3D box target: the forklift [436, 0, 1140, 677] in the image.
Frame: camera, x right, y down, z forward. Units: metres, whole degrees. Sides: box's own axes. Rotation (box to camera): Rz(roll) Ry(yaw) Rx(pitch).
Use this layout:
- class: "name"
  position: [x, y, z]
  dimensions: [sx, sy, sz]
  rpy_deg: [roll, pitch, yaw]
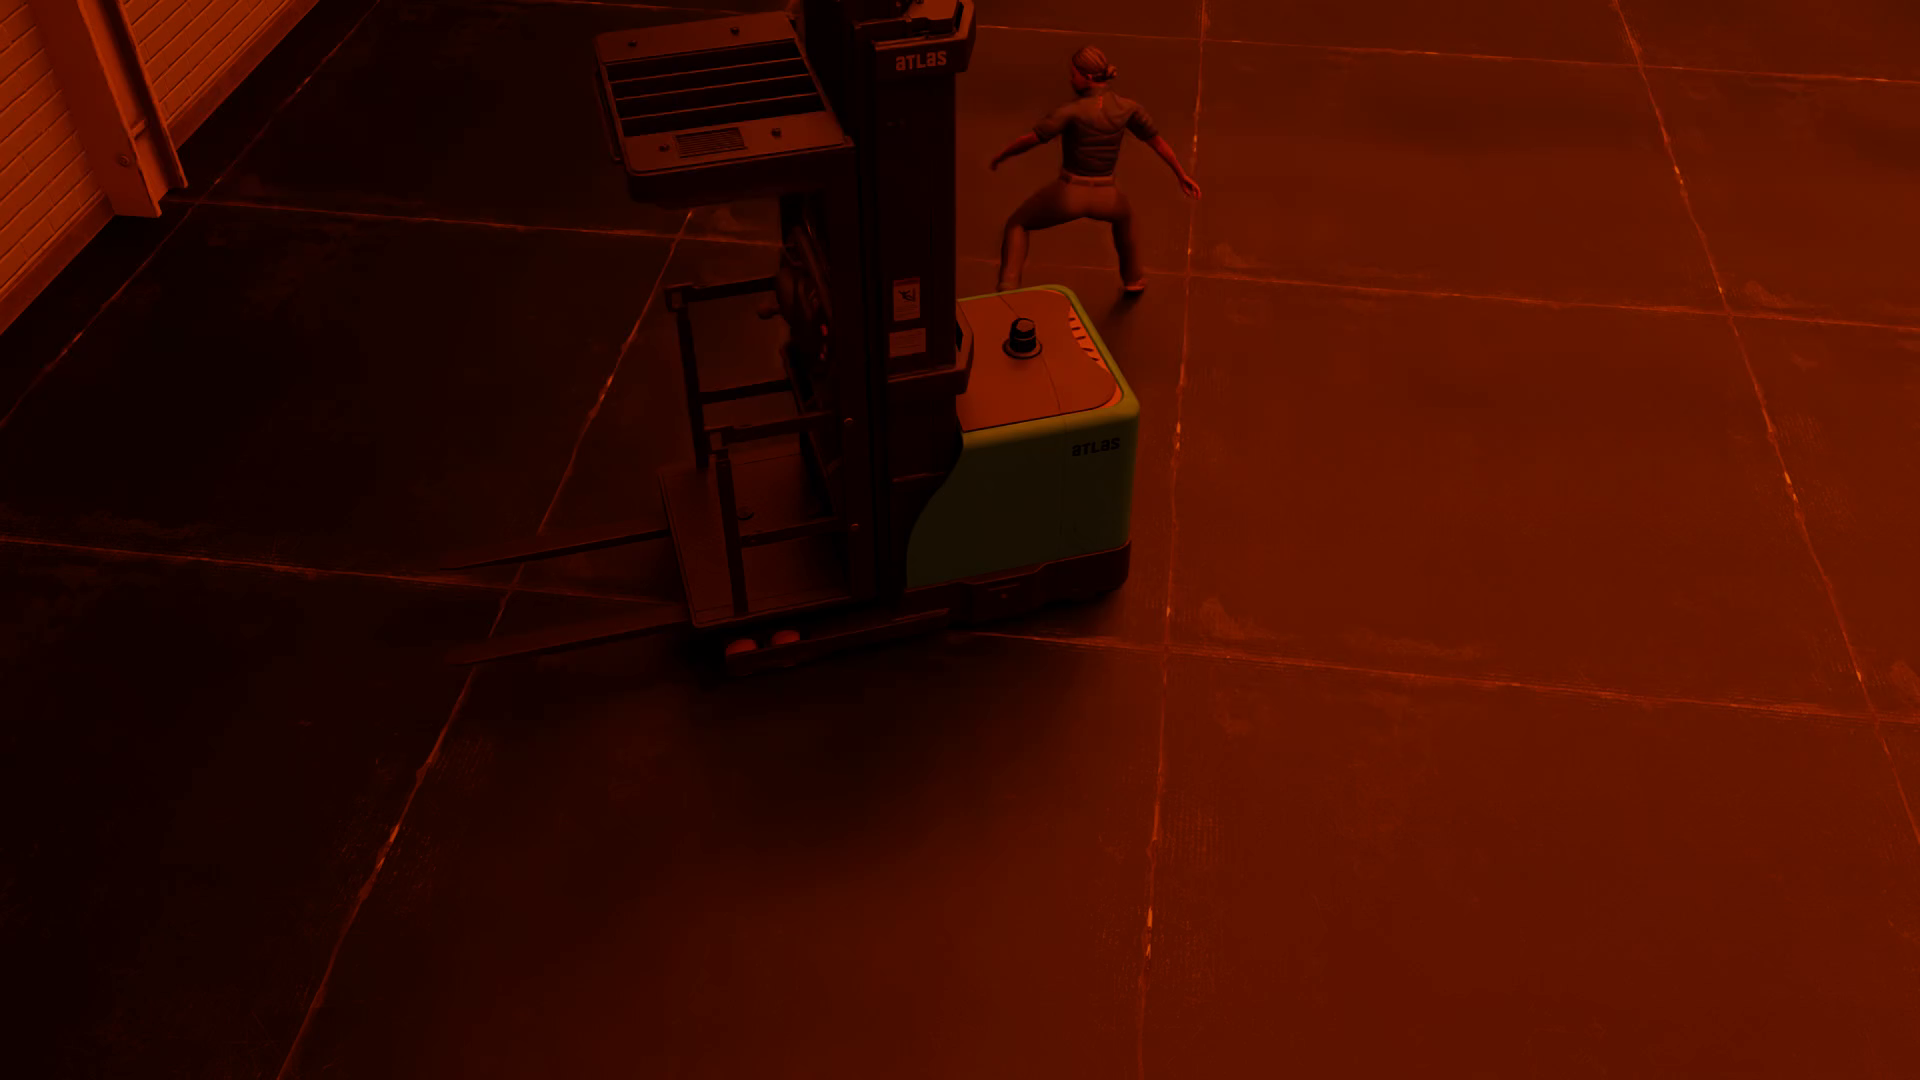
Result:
- class: "forklift"
  position: [-0.805, -0.888, 6.691]
  dimensions: [3.031, 2.935, 1.130]
  rpy_deg: [-11, 44, -12]

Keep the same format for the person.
- class: "person"
  position: [0.709, -1.867, 8.874]
  dimensions: [1.109, 1.565, 0.500]
  rpy_deg: [-7, 43, -8]
